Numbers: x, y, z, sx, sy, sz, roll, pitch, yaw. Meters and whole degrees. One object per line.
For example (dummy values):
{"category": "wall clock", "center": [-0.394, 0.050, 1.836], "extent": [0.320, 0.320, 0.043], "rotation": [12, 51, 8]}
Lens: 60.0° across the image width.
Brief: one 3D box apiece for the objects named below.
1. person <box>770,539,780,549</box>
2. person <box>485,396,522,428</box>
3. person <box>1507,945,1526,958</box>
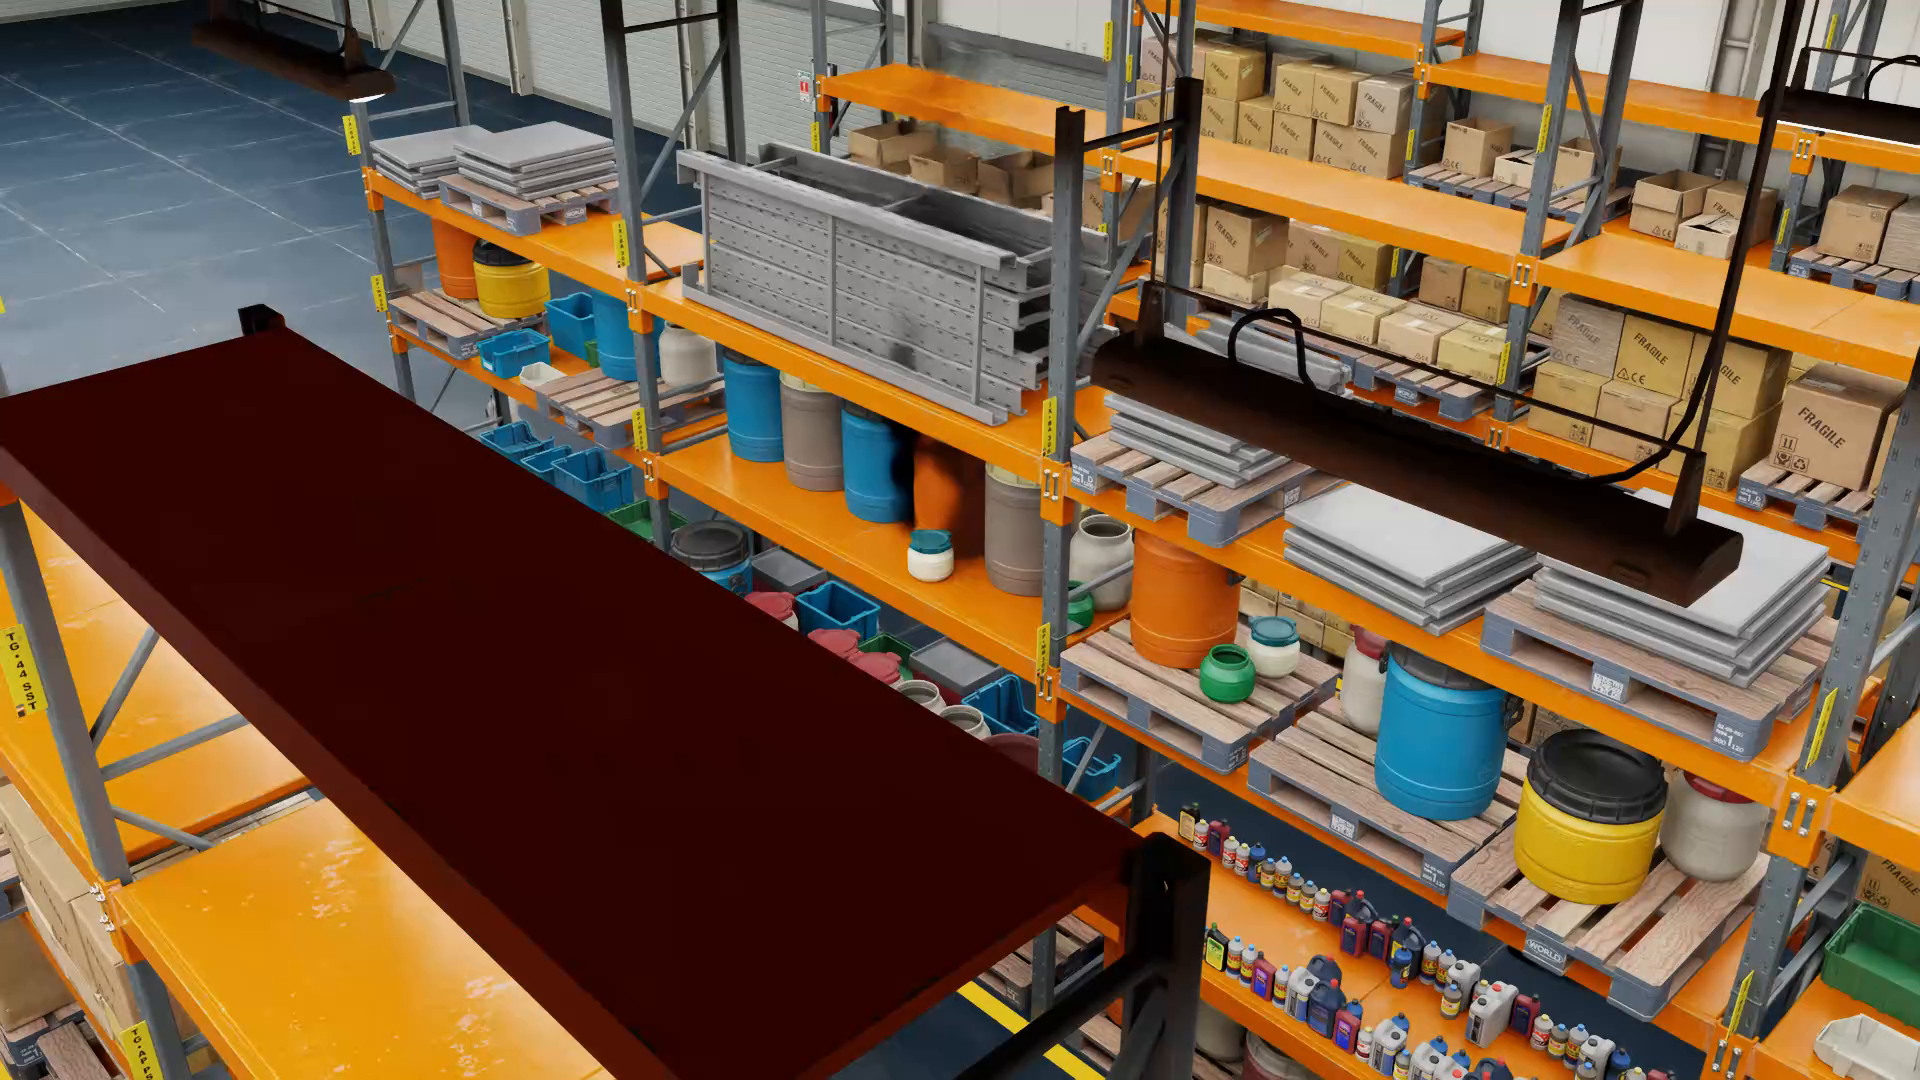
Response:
{"category": "person", "center": [-1.695, -0.083, 15.258], "extent": [0.688, 1.626, 0.551], "rotation": [16, 32, 27]}
{"category": "person", "center": [-4.643, -1.062, 17.086], "extent": [0.933, 1.631, 0.632], "rotation": [6, 29, 12]}
{"category": "person", "center": [4.232, 2.163, 10.957], "extent": [0.949, 1.723, 0.657], "rotation": [18, 33, 29]}
